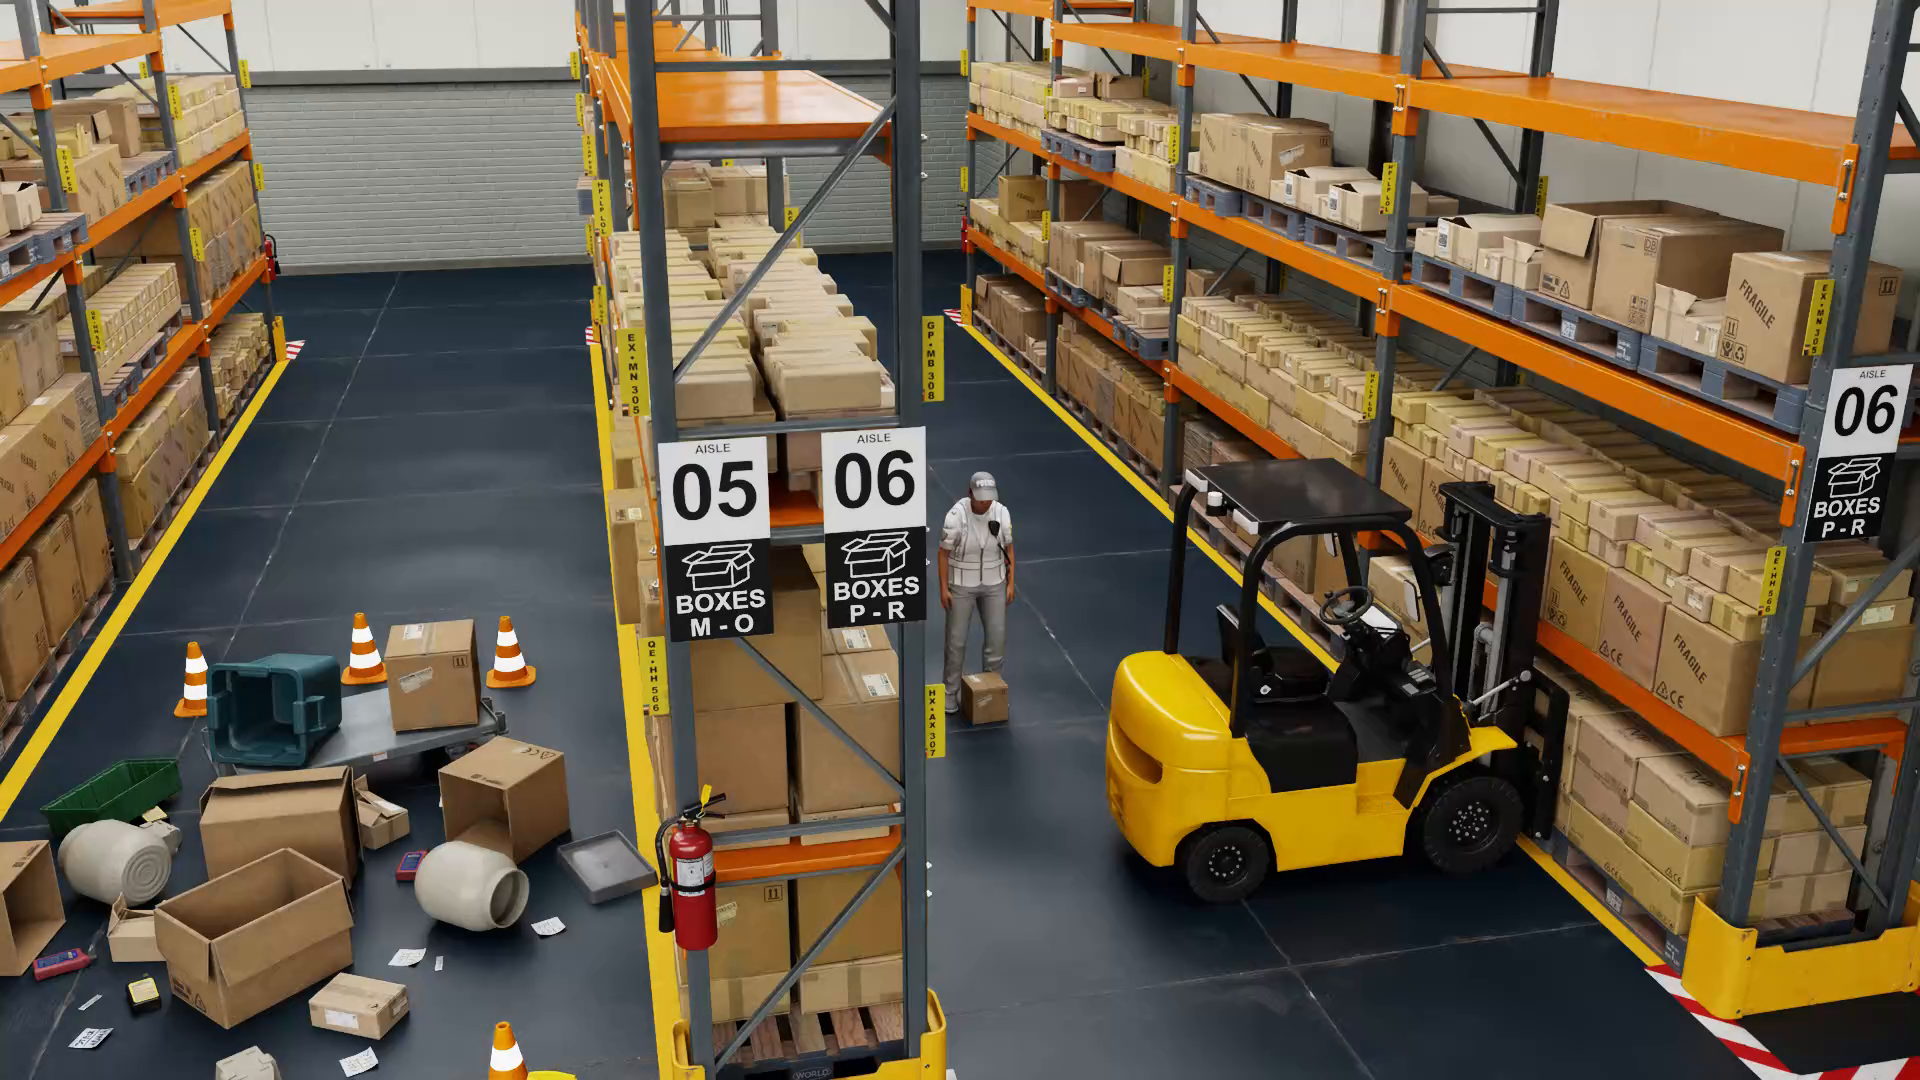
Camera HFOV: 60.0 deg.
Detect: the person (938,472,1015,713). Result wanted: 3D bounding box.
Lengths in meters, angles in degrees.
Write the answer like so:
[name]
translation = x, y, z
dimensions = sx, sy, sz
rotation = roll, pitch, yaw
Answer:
[person]
translation = 0.111, 0.325, 11.155
dimensions = 0.538, 1.666, 0.464
rotation = -4, 20, -12
